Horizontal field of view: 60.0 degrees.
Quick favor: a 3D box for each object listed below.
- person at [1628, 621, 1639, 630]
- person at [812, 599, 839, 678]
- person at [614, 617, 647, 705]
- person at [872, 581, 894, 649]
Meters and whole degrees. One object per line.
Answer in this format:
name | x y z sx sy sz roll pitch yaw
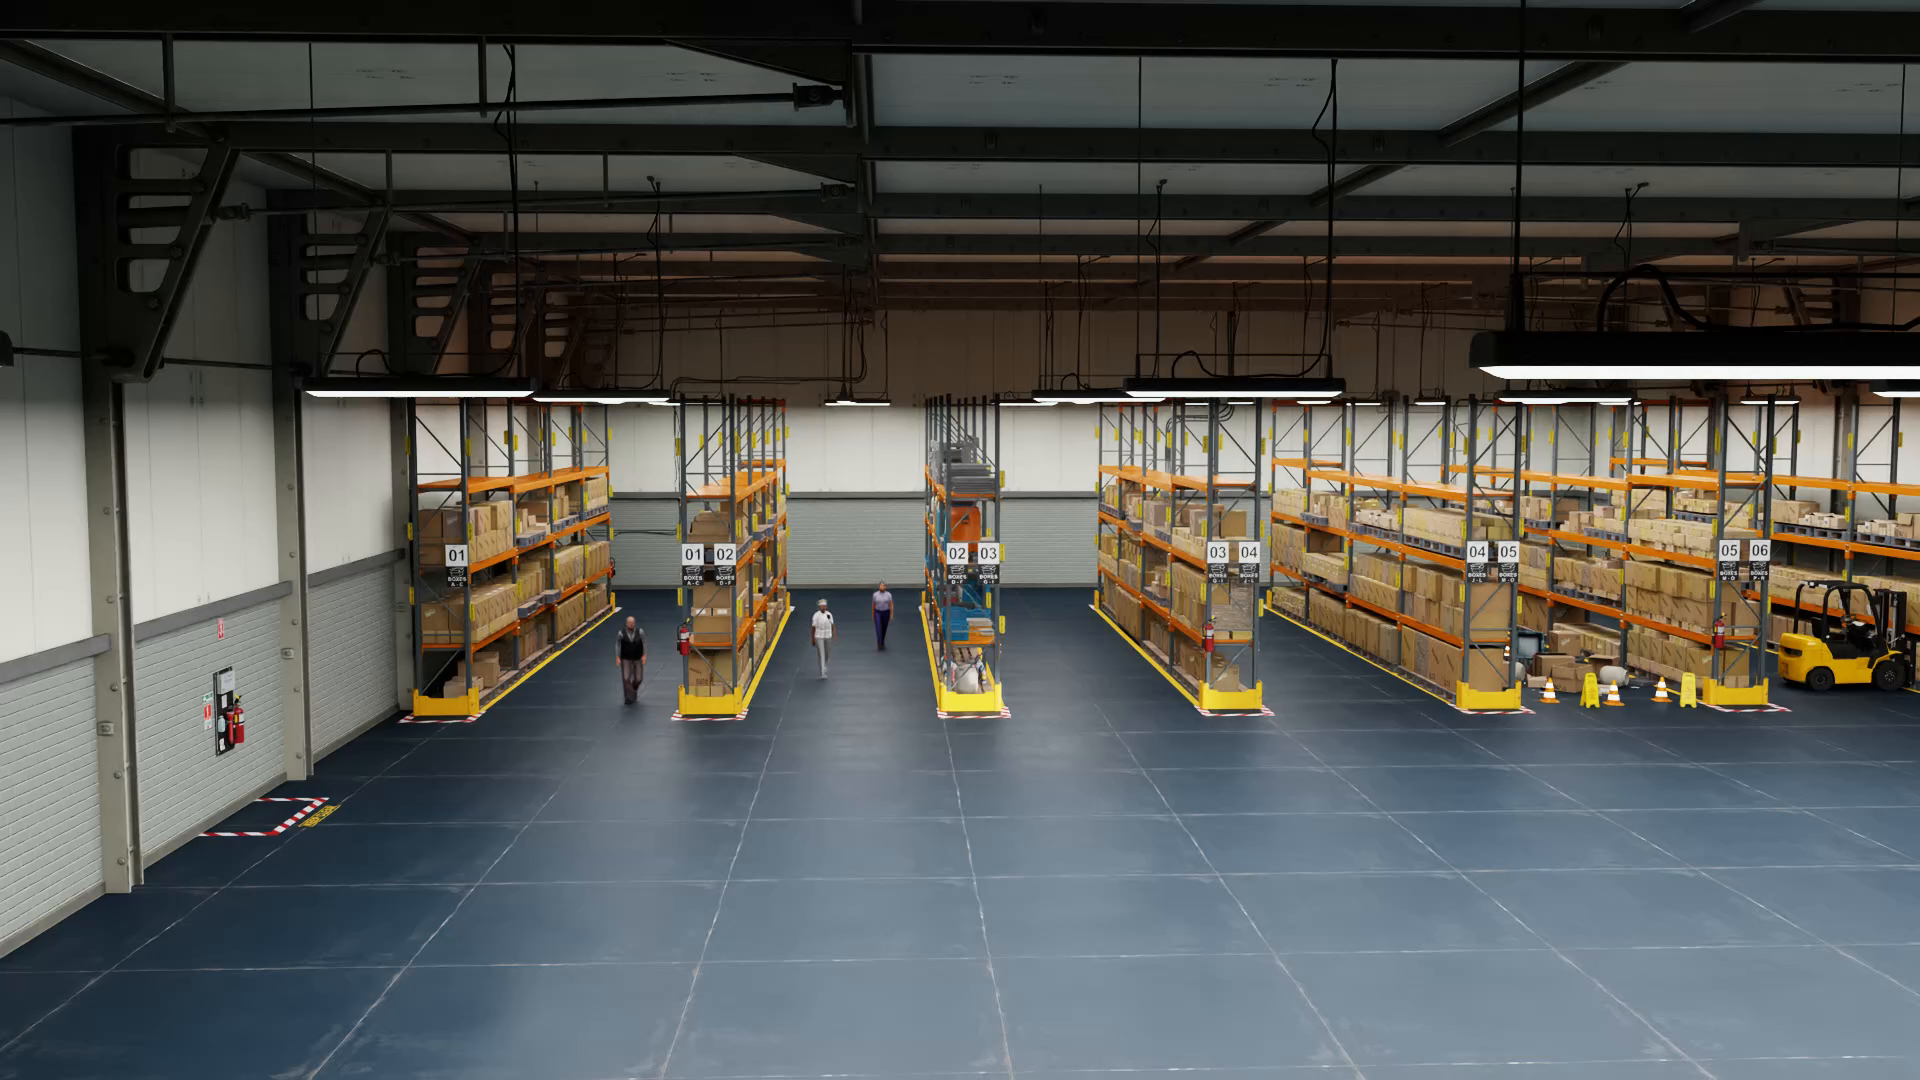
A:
person | 16.635 1.643 40.774 0.651 1.741 0.650 -2 5 -28
person | -2.896 2.076 35.505 0.526 1.637 0.980 -1 5 -18
person | -6.405 2.324 32.385 0.632 1.706 0.598 -1 5 -14
person | -1.838 1.783 39.759 0.490 1.566 1.069 -1 5 -14
